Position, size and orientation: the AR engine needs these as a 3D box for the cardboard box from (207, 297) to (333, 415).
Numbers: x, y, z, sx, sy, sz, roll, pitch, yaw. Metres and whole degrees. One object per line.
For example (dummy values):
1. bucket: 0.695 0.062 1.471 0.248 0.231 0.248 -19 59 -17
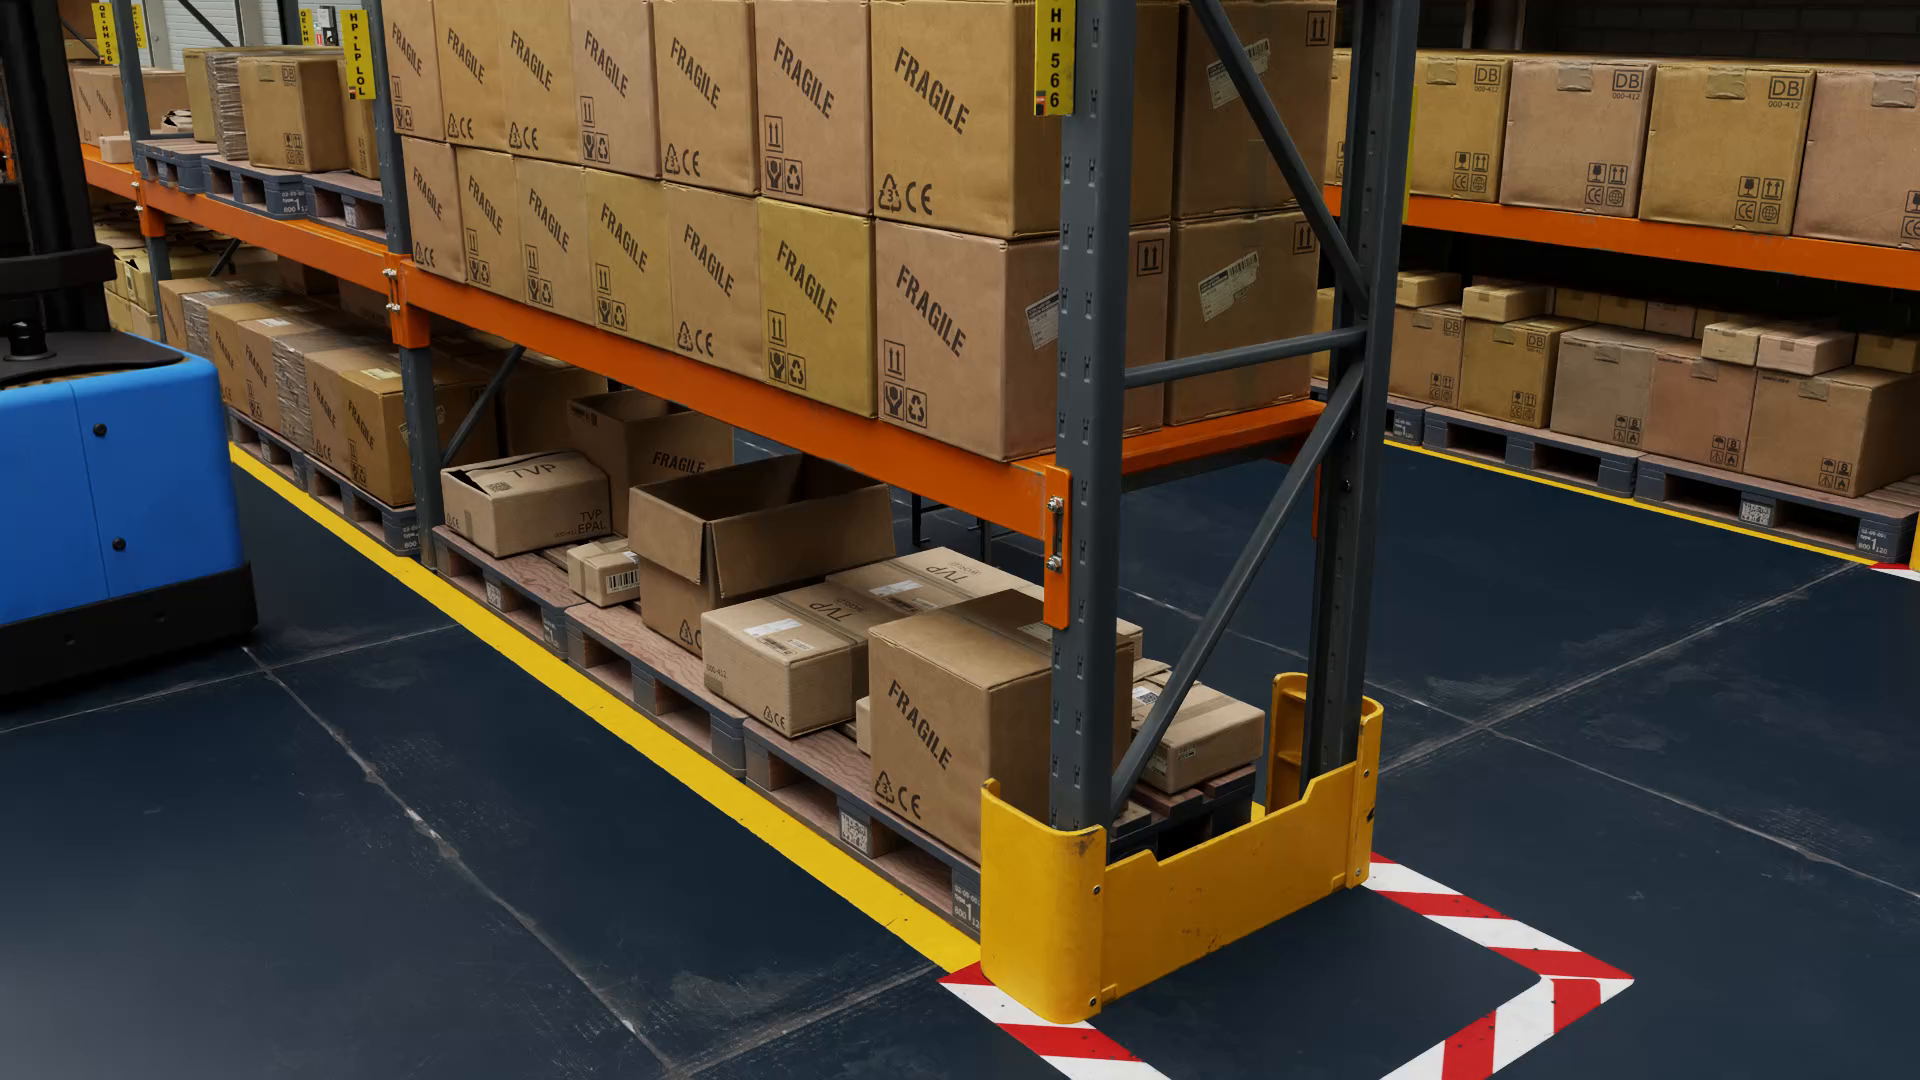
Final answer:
1. cardboard box: -3.636 -0.985 8.842 0.500 0.500 0.500 -14 23 -37

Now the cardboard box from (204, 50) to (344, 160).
1. cardboard box: -3.434 -2.234 8.511 0.700 0.500 0.500 -9 20 -26

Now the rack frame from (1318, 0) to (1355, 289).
1. rack frame: 2.033 -2.365 9.734 1.000 3.000 0.127 -14 23 -36

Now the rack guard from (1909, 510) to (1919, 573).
1. rack guard: 4.532 -0.187 7.132 1.175 0.500 0.348 -14 23 -36

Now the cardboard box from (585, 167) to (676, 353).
1. cardboard box: -0.799 -0.892 5.125 0.500 0.500 0.500 -14 23 -37

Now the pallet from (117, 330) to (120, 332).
1. pallet: -4.812 -1.270 10.862 1.003 0.211 1.213 -14 23 -36

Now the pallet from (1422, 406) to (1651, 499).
1. pallet: 3.206 -0.538 8.652 1.003 0.211 1.213 -14 23 -36

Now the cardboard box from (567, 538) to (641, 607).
1. cardboard box: -1.212 0.095 6.110 0.380 0.166 0.250 -14 23 -36

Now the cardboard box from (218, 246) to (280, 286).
1. cardboard box: -4.426 -1.730 10.629 0.500 0.311 0.500 -13 22 -34

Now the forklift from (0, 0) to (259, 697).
1. forklift: -4.021 -1.219 6.381 3.031 2.935 1.130 17 25 41

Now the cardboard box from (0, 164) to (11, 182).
1. cardboard box: -7.575 -2.816 13.608 0.500 0.500 0.500 -14 23 -36

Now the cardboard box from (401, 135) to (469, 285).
1. cardboard box: -1.745 -1.266 6.256 0.500 0.500 0.500 -13 22 -35

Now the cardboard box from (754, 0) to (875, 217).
1. cardboard box: -0.170 -1.114 4.206 0.500 0.500 0.500 -13 22 -35

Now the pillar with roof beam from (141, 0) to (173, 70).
1. pillar with roof beam: -18.855 -11.762 28.567 9.100 9.000 0.400 -14 23 -36

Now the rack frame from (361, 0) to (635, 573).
1. rack frame: -1.848 -1.398 6.811 1.000 3.000 0.127 -14 23 -36

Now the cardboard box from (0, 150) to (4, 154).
1. cardboard box: -8.507 -3.185 14.724 0.500 0.500 0.500 -14 23 -36

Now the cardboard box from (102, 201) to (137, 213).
1. cardboard box: -6.339 -2.485 12.910 0.500 0.311 0.500 -14 23 -36

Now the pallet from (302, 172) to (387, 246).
1. pallet: -2.258 -1.525 7.500 1.003 0.211 1.213 -14 23 -36

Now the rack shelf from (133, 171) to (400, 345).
1. rack shelf: -3.089 -1.549 8.413 1.077 0.370 4.000 -14 23 -36

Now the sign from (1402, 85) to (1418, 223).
1. sign: 1.061 -0.929 4.018 0.100 0.325 0.005 -14 23 -36

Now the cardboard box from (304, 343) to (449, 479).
1. cardboard box: -2.679 -0.609 7.706 0.500 0.500 0.500 -14 23 -36

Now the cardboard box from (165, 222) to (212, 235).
1. cardboard box: -5.393 -2.110 11.778 0.500 0.311 0.500 -14 23 -37

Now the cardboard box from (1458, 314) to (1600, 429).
1. cardboard box: 3.043 -0.922 8.685 0.700 0.500 0.500 -13 23 -35

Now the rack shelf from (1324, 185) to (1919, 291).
1. rack shelf: 3.275 -1.531 8.359 1.077 0.370 4.000 -14 23 -36

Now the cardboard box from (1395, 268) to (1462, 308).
1. cardboard box: 2.487 -1.362 8.979 0.380 0.149 0.250 -13 22 -34

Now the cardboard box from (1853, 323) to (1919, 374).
1. cardboard box: 4.238 -0.862 7.469 0.380 0.149 0.250 -14 23 -36

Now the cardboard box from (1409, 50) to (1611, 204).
1. cardboard box: 2.806 -2.190 8.727 0.980 0.700 0.700 -15 23 -37

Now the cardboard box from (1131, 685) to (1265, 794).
1. cardboard box: 0.645 0.562 4.728 0.380 0.149 0.250 -14 23 -36

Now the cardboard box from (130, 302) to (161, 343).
1. cardboard box: -4.849 -1.359 10.402 0.500 0.250 0.500 -13 23 -35

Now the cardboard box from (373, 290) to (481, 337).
1. cardboard box: -2.578 -1.189 8.265 0.500 0.250 0.500 -14 23 -36

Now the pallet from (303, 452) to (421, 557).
1. pallet: -2.382 -0.267 7.833 1.003 0.211 1.213 -14 23 -36

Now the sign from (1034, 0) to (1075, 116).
1. sign: 0.188 -1.008 3.291 0.100 0.325 0.005 -14 23 -36

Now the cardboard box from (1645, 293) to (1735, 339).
1. cardboard box: 3.609 -1.110 8.221 0.380 0.149 0.250 -14 23 -35

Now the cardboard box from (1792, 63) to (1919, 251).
1. cardboard box: 4.192 -1.646 7.084 0.980 0.700 0.700 -13 22 -34

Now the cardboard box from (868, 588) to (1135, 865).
1. cardboard box: 0.105 0.480 4.418 0.500 0.500 0.500 -14 23 -36

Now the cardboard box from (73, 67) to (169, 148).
1. cardboard box: -5.713 -2.971 11.403 0.500 0.500 0.500 -14 23 -36

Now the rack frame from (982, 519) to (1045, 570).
1. rack frame: 0.254 -0.896 6.728 0.400 2.100 0.015 -14 23 -36

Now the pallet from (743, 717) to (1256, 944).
1. pallet: 0.093 0.697 4.922 1.003 0.211 1.213 -14 23 -36

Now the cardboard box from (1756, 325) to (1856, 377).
1. cardboard box: 3.781 -0.849 7.432 0.380 0.149 0.250 -14 23 -37

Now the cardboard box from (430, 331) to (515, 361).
1. cardboard box: -2.297 -0.716 8.029 0.500 0.500 0.500 -14 23 -35

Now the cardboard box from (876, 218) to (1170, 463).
1. cardboard box: 0.145 -0.517 3.992 0.500 0.500 0.500 -13 22 -34

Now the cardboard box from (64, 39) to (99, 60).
1. cardboard box: -6.830 -3.828 12.961 0.380 0.149 0.250 -14 23 -36

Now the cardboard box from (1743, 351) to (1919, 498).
1. cardboard box: 4.004 -0.545 7.546 0.700 0.500 0.500 -14 23 -36

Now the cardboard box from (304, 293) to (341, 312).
1. cardboard box: -3.245 -1.093 9.169 0.500 0.500 0.500 -15 24 -38

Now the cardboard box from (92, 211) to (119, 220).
1. cardboard box: -6.447 -2.254 12.213 0.500 0.311 0.500 -14 23 -37

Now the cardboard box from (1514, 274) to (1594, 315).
1. cardboard box: 3.132 -1.299 8.792 0.380 0.149 0.250 -14 23 -36

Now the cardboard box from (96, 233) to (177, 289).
1. cardboard box: -5.488 -1.876 11.071 0.500 0.311 0.500 -14 23 -36

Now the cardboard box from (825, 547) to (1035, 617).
1. cardboard box: -0.100 0.249 5.514 0.500 0.250 0.500 -14 23 -36

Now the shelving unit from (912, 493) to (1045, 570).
1. shelving unit: 0.103 -0.956 6.909 0.431 2.100 0.503 -14 23 -36

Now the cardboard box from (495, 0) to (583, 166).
1. cardboard box: -1.136 -1.495 5.355 0.500 0.500 0.500 -15 23 -38

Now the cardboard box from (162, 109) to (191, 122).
1. cardboard box: -4.735 -2.599 10.582 0.500 0.311 0.500 -14 23 -37
